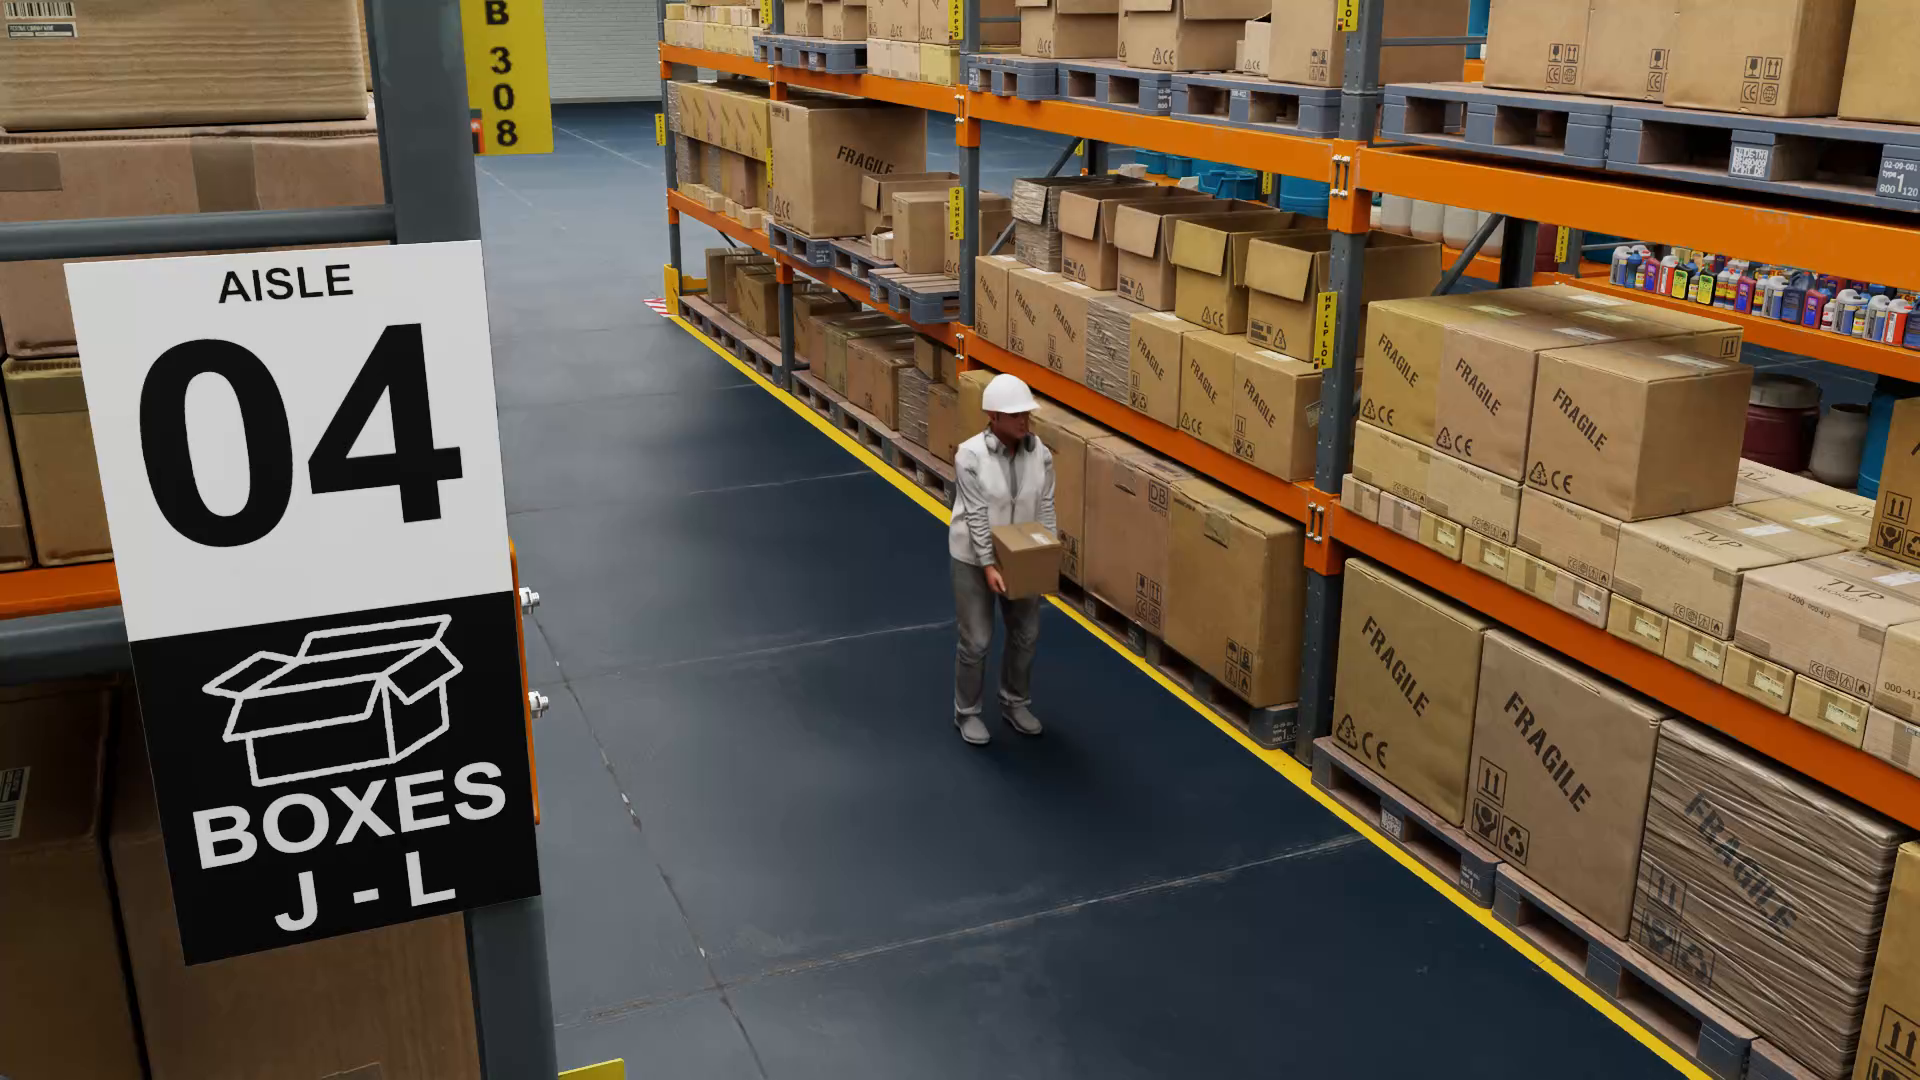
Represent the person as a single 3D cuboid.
[{"bbox_3d":[0.208,0.102,7.738,0.462,1.768,0.568,-8,20,-23],"label":"person"}]
